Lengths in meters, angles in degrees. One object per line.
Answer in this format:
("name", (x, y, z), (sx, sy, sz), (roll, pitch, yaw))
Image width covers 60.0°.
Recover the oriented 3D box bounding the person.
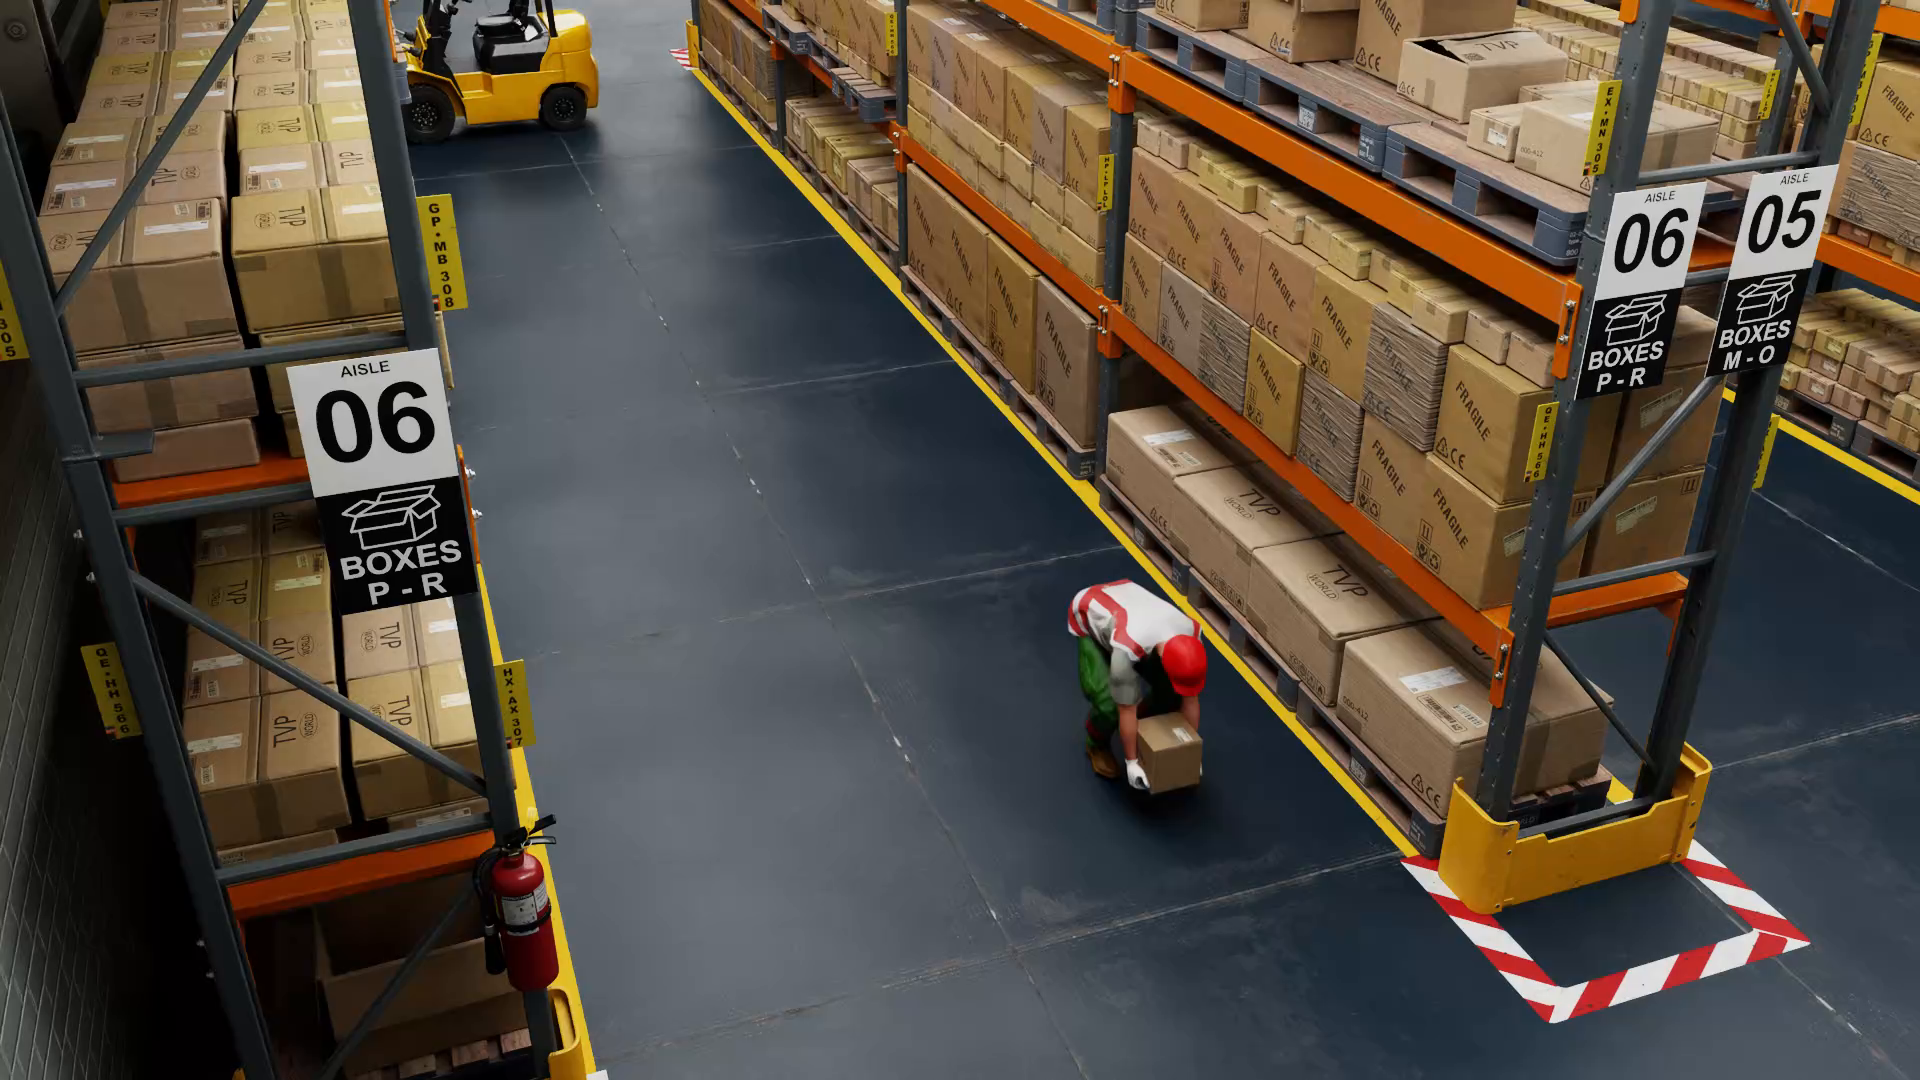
("person", (0.858, 0.703, 7.894), (0.530, 0.990, 0.953), (-12, 32, -20))
